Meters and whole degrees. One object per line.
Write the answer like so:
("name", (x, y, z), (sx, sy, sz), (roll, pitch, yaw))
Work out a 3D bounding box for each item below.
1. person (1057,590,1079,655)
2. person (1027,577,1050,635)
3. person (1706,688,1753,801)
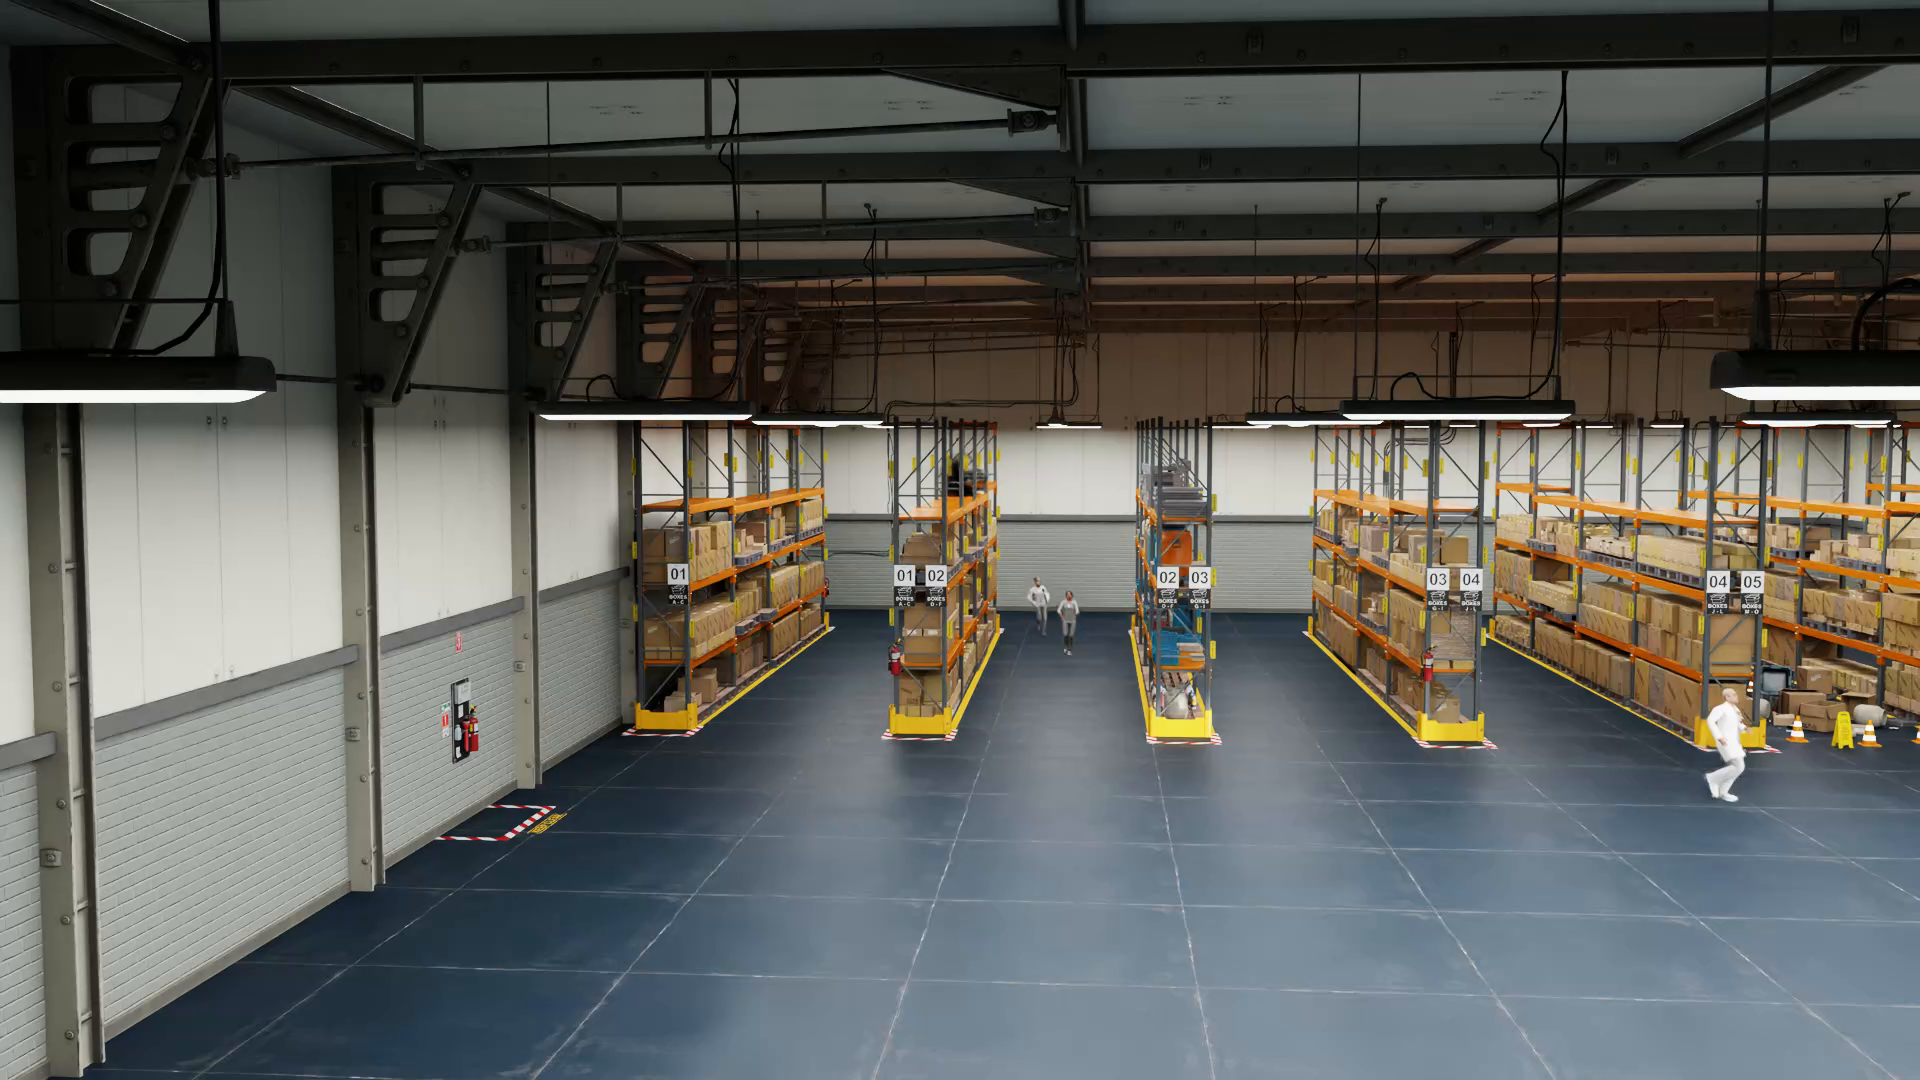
("person", (2.629, 2.017, 40.299), (0.527, 1.593, 0.554), (0, 4, 1))
("person", (2.240, 1.851, 46.950), (0.643, 1.653, 0.594), (-1, 4, -16))
("person", (11.918, 3.169, 25.726), (0.601, 1.753, 0.759), (4, 5, 44))
